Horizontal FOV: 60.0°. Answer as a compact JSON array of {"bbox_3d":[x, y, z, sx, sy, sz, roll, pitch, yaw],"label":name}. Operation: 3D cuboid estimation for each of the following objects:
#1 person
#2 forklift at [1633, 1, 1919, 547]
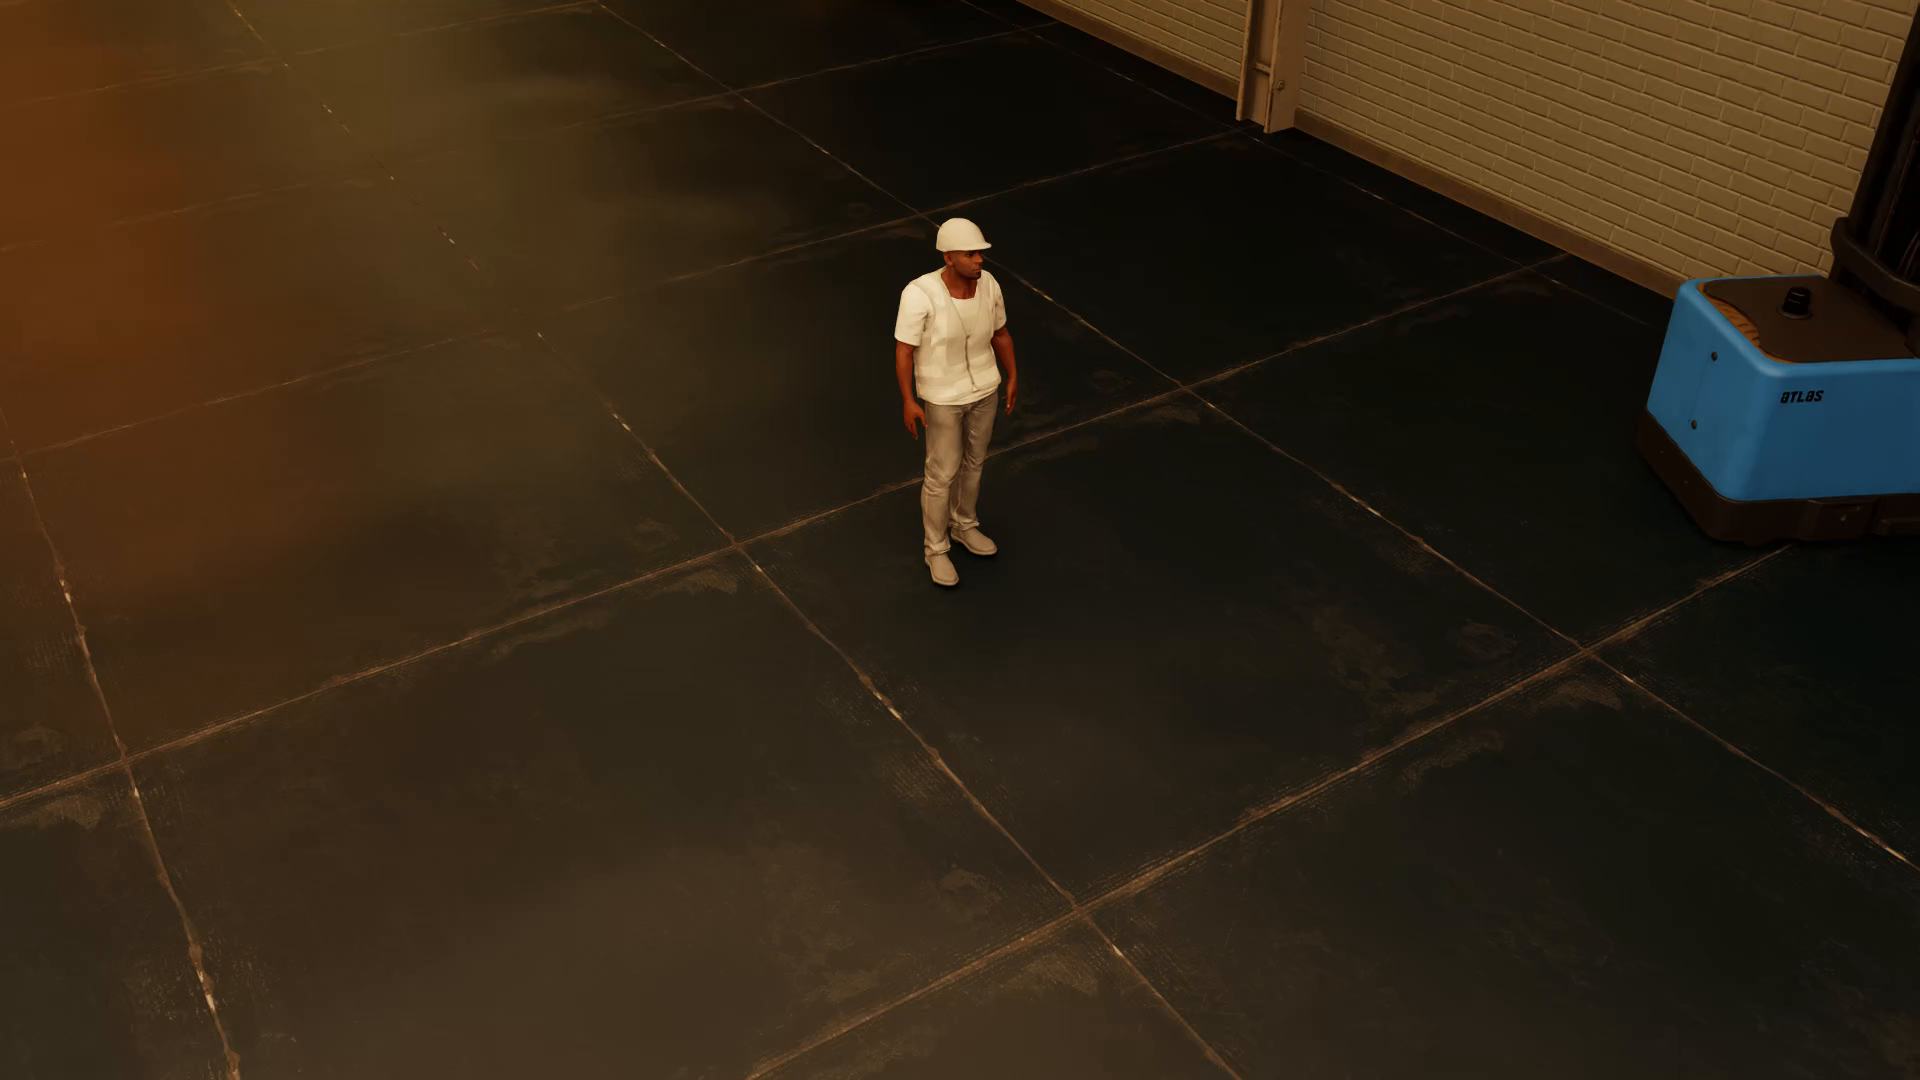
[{"bbox_3d":[0.033,-0.690,8.136,0.665,1.762,0.575,-21,40,-27],"label":"person"},{"bbox_3d":[5.329,-1.506,8.291,3.031,2.935,1.130,-3,35,-4],"label":"forklift"}]
